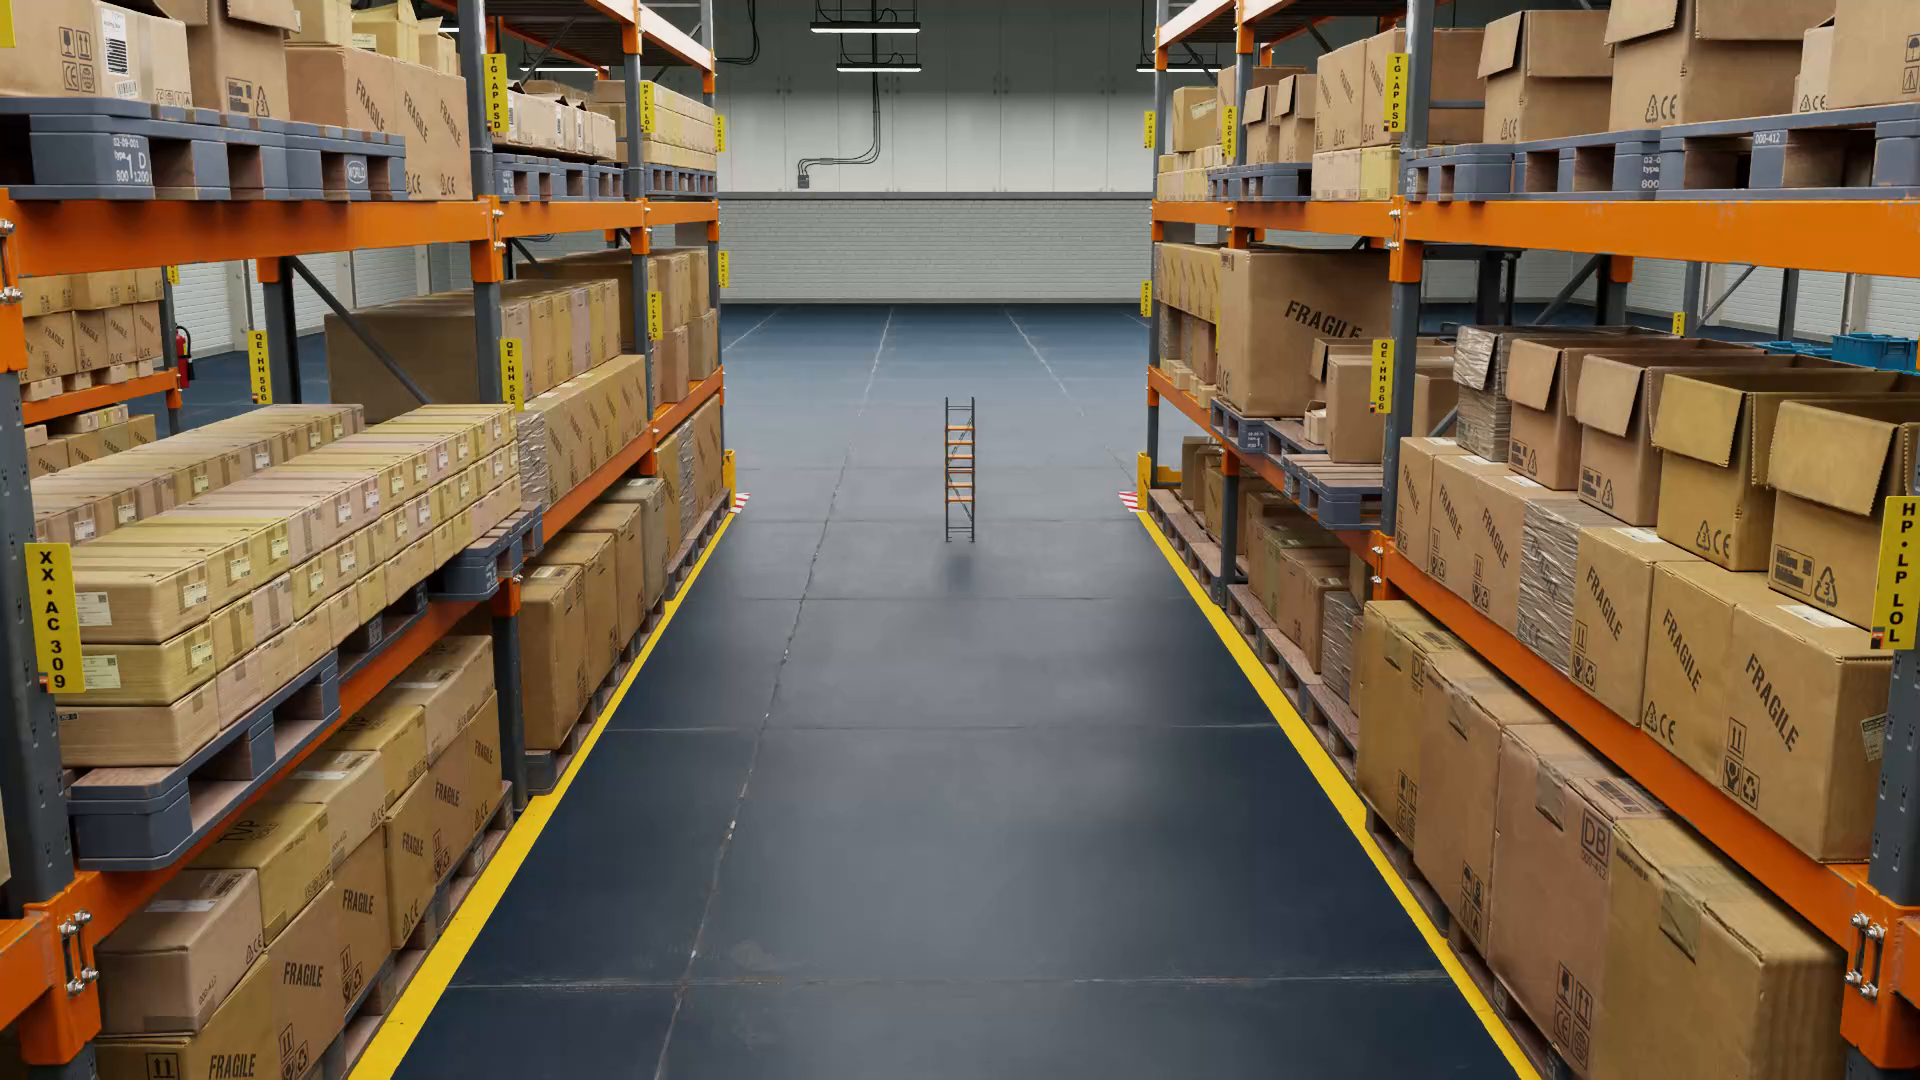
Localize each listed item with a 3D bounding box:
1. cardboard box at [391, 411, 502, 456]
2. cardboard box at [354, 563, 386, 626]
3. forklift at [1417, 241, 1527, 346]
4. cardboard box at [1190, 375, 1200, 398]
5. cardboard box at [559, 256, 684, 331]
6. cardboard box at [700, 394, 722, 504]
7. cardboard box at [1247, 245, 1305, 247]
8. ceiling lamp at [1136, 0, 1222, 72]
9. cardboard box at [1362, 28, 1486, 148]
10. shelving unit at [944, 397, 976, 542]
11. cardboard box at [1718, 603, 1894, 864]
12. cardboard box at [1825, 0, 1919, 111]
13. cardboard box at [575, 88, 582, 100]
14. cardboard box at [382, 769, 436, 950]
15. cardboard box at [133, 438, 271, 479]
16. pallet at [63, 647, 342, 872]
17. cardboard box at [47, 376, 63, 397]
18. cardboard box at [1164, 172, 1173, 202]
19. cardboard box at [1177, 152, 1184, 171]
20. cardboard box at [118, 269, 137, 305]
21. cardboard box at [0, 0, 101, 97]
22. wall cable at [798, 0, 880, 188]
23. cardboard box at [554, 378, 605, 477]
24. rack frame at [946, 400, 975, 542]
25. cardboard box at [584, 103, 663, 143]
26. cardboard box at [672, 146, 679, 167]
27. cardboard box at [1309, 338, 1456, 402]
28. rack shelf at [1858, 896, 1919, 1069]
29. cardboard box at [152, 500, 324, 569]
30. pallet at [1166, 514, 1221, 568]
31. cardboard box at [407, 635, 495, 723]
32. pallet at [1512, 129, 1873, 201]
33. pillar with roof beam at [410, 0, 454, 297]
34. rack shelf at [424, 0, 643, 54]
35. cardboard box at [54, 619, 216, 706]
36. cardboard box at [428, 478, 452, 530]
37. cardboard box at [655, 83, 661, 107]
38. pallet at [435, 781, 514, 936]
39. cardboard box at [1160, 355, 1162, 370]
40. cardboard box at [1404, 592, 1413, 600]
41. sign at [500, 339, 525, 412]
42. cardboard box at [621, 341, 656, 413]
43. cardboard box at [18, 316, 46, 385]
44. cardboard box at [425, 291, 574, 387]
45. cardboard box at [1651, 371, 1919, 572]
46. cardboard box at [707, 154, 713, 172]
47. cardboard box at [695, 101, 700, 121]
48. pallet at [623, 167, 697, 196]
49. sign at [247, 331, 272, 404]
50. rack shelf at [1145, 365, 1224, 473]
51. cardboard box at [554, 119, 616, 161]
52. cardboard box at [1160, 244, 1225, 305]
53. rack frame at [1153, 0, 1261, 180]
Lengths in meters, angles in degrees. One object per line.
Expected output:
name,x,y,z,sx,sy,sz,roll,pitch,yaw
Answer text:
cardboard box,-2.071,-0.430,6.711,0.380,0.149,0.250,0,11,-2
cardboard box,-2.041,0.172,5.243,0.380,0.149,0.250,0,11,-2
forklift,4.470,-1.712,15.128,1.130,2.935,3.031,2,12,11
cardboard box,2.021,-1.213,13.125,0.380,0.149,0.250,0,11,-1
cardboard box,-2.600,-1.889,12.732,0.875,0.550,0.550,0,11,-1
cardboard box,-2.628,-0.821,14.849,0.875,0.875,0.875,0,11,-1
cardboard box,2.535,-2.169,13.692,0.500,0.500,0.500,0,11,-1
ceiling lamp,5.151,-12.662,39.159,2.000,3.185,0.800,0,11,-1
cardboard box,2.158,-2.059,7.610,0.500,0.500,0.500,0,11,0
shelving unit,0.000,-0.591,13.954,0.258,1.200,0.189,0,11,-1
cardboard box,2.218,0.453,4.029,0.500,0.500,0.500,0,11,-1
cardboard box,2.479,-1.246,3.804,0.700,0.500,0.500,0,11,0
cardboard box,-2.966,-3.210,12.110,0.380,0.149,0.250,0,11,0
cardboard box,-2.233,1.157,6.045,0.500,0.500,0.500,-1,11,-4
cardboard box,-2.706,-0.274,5.943,0.380,0.149,0.250,0,11,1
pallet,-2.330,0.536,4.356,1.003,0.211,1.213,0,11,-1
cardboard box,-7.308,-1.201,13.064,0.380,0.149,0.250,0,11,-1
cardboard box,2.021,-2.988,14.078,0.500,0.250,0.500,0,11,-2
cardboard box,2.000,-3.123,13.739,0.380,0.149,0.250,0,11,-1
cardboard box,-7.423,-2.234,14.012,0.700,0.500,0.500,0,11,-1
cardboard box,-2.358,-1.206,3.608,0.700,0.500,0.500,0,11,-1
wall cable,-3.371,-12.784,45.889,2.305,6.003,0.169,0,11,-1
cardboard box,-2.313,-0.640,9.420,0.500,0.500,0.500,0,11,-2
rack frame,0.002,-0.573,13.864,0.240,1.200,0.006,0,11,-1
cardboard box,-2.355,-2.891,11.544,0.500,0.250,0.500,0,11,-1
cardboard box,-2.316,-2.874,12.459,0.380,0.149,0.250,0,11,-2
cardboard box,2.464,-0.908,9.676,0.797,0.503,0.637,1,12,5
rack shelf,2.542,1.344,1.698,1.077,0.370,4.000,0,11,-1
cardboard box,-2.026,-0.016,4.673,0.380,0.149,0.250,0,11,-2
pallet,2.258,-0.006,13.558,1.003,0.211,1.213,0,11,-1
cardboard box,-2.266,0.586,6.972,0.500,0.250,0.500,-1,11,-2
pallet,2.511,-1.228,5.501,1.003,0.211,1.213,0,11,1
pillar with roof beam,-9.820,-10.509,43.224,9.100,9.000,0.548,0,11,-1
rack shelf,-2.584,-2.990,8.979,1.077,0.370,4.000,0,11,-1
cardboard box,-2.008,0.286,3.934,0.380,0.149,0.250,0,11,0
cardboard box,-2.054,-0.128,5.975,0.380,0.149,0.250,0,11,-2
cardboard box,-2.299,-3.113,11.633,0.380,0.149,0.250,0,11,-2
pallet,-2.528,1.321,7.016,1.003,0.211,1.213,0,11,-1
cardboard box,2.021,-1.611,15.085,0.380,0.149,0.250,0,11,-1
cardboard box,2.375,0.308,8.292,0.500,0.250,0.500,0,11,1
sign,-2.000,-0.733,7.417,0.100,0.325,0.005,0,11,-1
cardboard box,-2.645,-1.143,11.770,0.875,0.550,0.550,0,11,-1
cardboard box,-7.334,-1.438,12.605,0.500,0.500,0.500,0,11,-2
cardboard box,-2.577,-1.133,9.334,0.700,0.500,0.500,0,11,-2
cardboard box,2.477,-0.210,4.775,0.797,0.503,0.637,0,11,-1
cardboard box,-2.358,-3.278,14.452,0.380,0.149,0.250,0,11,-1
cardboard box,-2.342,-3.516,13.621,0.380,0.149,0.250,0,11,-1
pallet,-2.654,-2.827,13.128,1.003,0.211,1.213,0,11,-1
sign,-3.097,-0.765,7.375,0.100,0.325,0.005,0,11,-1
rack shelf,2.294,-1.041,13.456,1.077,0.370,4.000,0,11,-1
cardboard box,-2.451,-2.507,10.400,0.500,0.250,0.500,0,11,-1
cardboard box,1.995,-2.266,14.171,0.500,0.500,0.500,0,11,-1
rack frame,2.253,-4.731,14.748,1.000,3.000,0.127,0,11,-1
